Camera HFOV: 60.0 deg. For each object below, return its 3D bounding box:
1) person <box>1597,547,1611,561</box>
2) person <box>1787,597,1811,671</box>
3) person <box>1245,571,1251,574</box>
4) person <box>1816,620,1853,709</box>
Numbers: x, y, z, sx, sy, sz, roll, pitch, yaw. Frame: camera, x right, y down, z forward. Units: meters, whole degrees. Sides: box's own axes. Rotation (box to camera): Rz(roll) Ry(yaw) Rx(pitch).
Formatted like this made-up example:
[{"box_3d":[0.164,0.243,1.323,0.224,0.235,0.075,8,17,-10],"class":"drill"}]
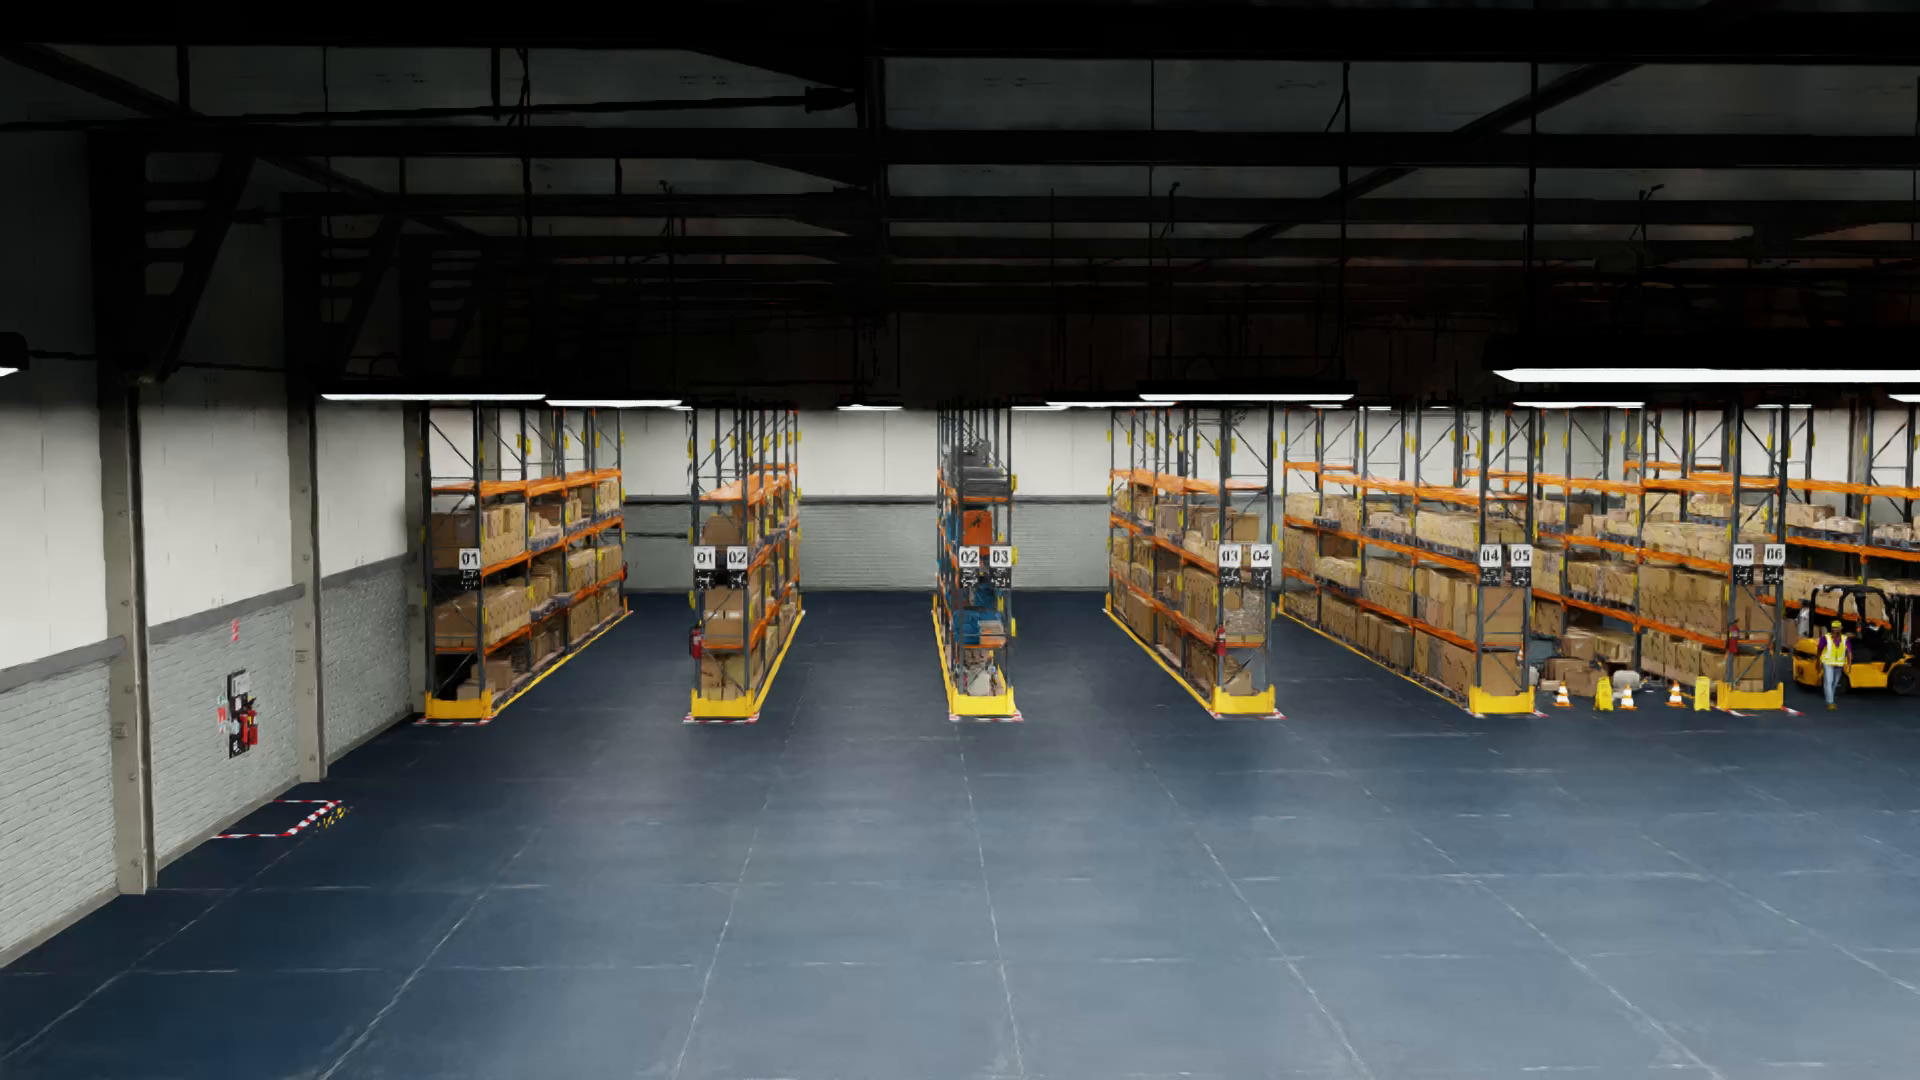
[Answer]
[{"box_3d":[19.355,0.980,50.029,0.760,1.771,0.605,-3,5,-31],"class":"person"},{"box_3d":[18.382,2.072,36.298,0.540,1.667,0.561,2,5,25],"class":"person"},{"box_3d":[8.449,1.034,49.305,0.713,1.785,0.557,-3,5,-30],"class":"person"},{"box_3d":[16.852,2.384,32.023,0.572,1.704,1.031,0,4,6],"class":"person"}]
